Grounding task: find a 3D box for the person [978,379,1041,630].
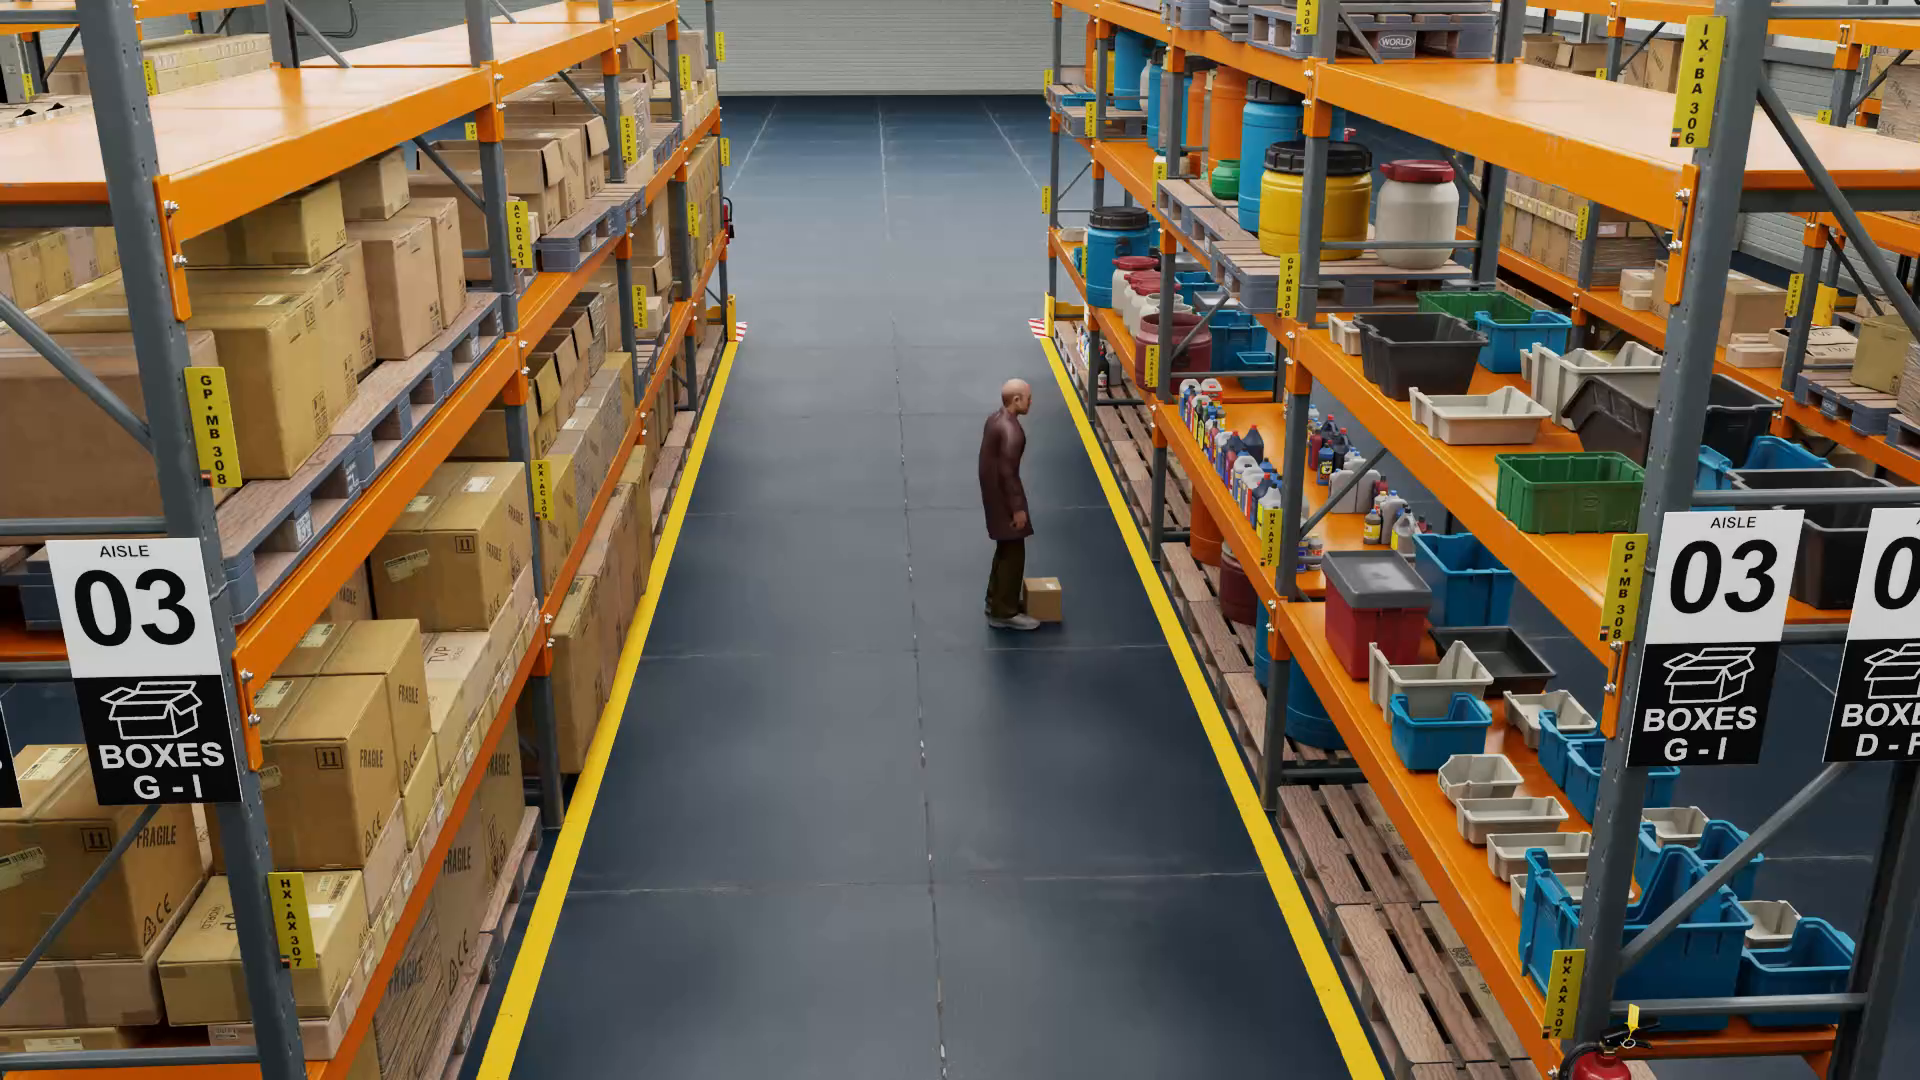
[{"bbox_3d":[0.347,-0.277,11.856,0.429,1.772,0.647,-2,20,-6],"label":"person"}]
